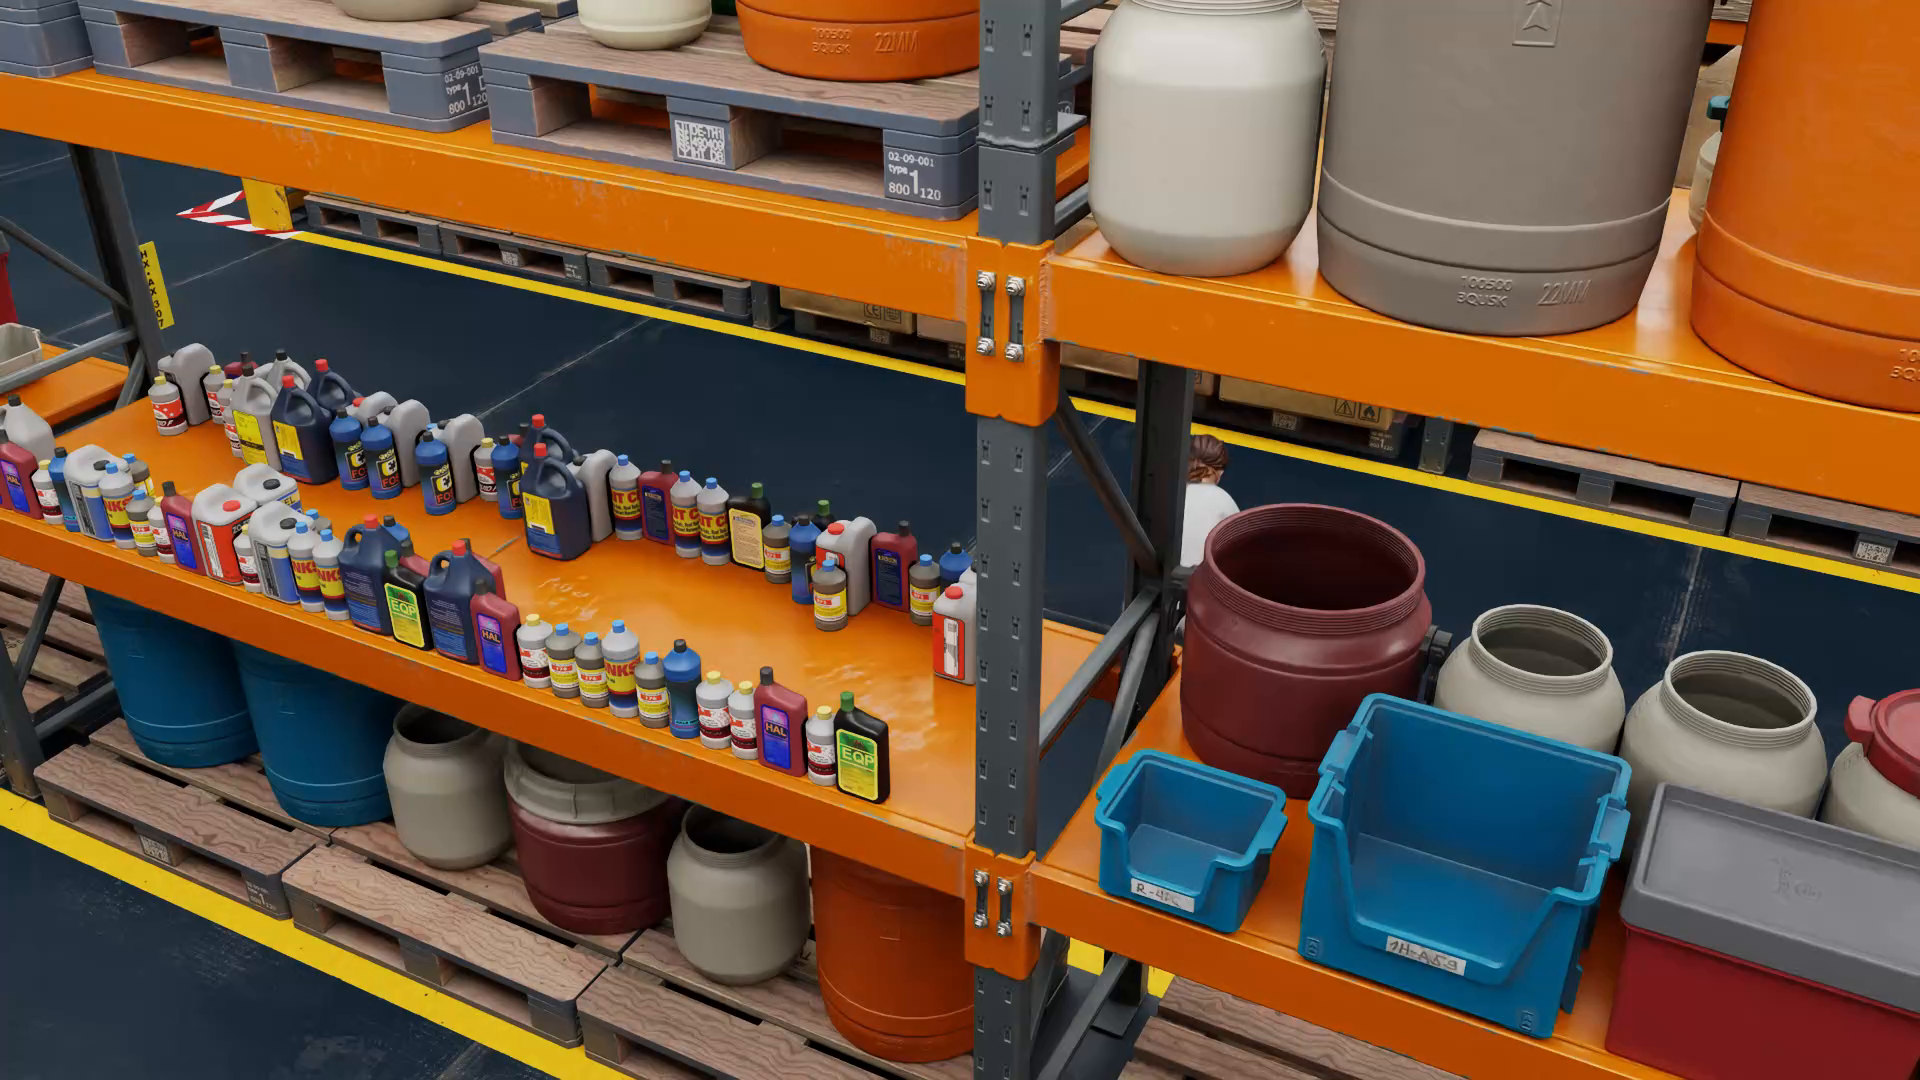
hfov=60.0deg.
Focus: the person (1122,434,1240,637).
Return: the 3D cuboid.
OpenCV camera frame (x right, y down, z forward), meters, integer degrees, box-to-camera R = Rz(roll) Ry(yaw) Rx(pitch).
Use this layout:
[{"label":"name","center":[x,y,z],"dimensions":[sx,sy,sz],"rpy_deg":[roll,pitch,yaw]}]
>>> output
[{"label":"person","center":[0.900,0.135,6.620],"dimensions":[0.455,0.958,0.794],"rpy_deg":[14,33,22]}]
